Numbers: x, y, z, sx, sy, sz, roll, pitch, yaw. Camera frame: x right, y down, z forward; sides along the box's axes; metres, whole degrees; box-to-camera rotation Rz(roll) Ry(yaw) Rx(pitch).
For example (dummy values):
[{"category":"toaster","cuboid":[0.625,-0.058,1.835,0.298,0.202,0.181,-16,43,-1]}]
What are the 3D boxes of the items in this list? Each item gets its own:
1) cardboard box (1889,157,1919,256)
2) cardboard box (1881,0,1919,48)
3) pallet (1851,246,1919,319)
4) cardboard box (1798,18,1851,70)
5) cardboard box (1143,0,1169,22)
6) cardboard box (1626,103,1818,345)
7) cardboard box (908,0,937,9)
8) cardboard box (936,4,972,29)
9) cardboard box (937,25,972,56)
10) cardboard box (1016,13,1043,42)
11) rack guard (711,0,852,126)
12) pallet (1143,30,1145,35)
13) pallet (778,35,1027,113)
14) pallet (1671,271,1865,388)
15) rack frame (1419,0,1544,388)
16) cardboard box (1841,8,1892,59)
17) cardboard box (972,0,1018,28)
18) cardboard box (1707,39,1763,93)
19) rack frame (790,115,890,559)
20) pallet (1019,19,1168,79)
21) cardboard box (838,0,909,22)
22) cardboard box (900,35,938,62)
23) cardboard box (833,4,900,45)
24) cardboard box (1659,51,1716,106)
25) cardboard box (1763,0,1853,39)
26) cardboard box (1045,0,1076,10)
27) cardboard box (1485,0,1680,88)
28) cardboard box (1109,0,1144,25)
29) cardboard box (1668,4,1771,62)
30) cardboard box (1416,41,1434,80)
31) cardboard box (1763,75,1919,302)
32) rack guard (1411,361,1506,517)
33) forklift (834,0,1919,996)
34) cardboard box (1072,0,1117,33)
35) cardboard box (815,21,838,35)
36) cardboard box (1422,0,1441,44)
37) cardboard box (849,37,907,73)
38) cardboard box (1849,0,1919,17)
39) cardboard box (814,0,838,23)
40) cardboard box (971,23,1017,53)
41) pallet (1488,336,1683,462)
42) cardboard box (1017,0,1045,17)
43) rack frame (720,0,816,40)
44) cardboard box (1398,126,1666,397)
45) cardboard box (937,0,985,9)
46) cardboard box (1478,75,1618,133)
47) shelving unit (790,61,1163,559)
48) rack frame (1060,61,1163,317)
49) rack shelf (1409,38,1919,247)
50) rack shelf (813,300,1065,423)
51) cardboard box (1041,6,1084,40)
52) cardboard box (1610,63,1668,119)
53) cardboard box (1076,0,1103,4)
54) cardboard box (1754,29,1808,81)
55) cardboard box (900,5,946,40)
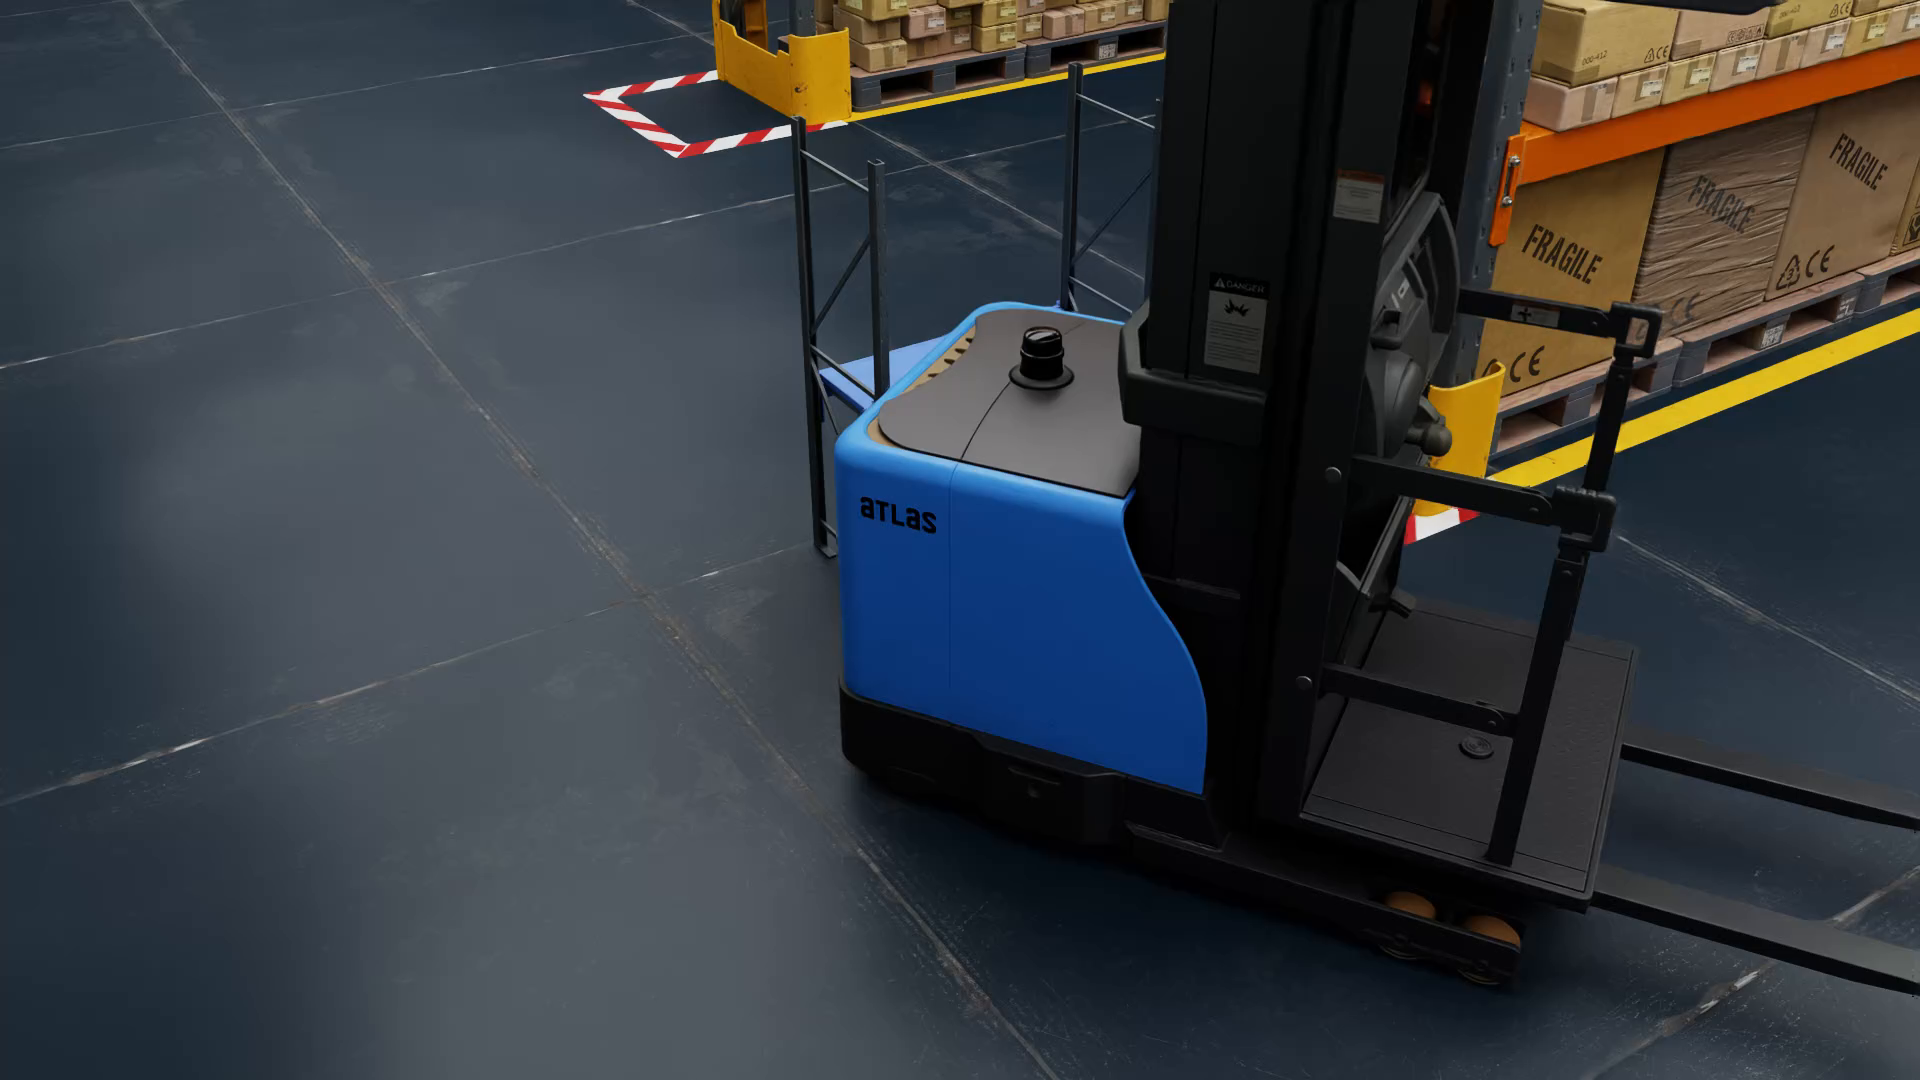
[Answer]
[{"category":"cardboard box","cuboid":[4.238,-1.937,7.607,0.875,0.875,0.875,-19,37,-27]},{"category":"cardboard box","cuboid":[3.463,-2.027,6.387,0.250,0.149,0.380,-18,37,-27]},{"category":"pallet","cuboid":[4.155,-1.449,7.849,1.213,0.211,1.003,-19,37,-27]},{"category":"cardboard box","cuboid":[3.031,-1.878,6.150,0.250,0.149,0.380,-19,37,-28]},{"category":"cardboard box","cuboid":[1.219,-3.473,10.722,0.250,0.149,0.380,-19,37,-27]},{"category":"cardboard box","cuboid":[2.733,-1.419,6.786,0.875,0.875,0.875,-19,37,-27]},{"category":"cardboard box","cuboid":[-0.337,-3.266,9.837,0.250,0.149,0.380,-18,37,-26]},{"category":"cardboard box","cuboid":[-0.130,-3.208,10.024,0.250,0.149,0.380,-18,37,-27]},{"category":"cardboard box","cuboid":[-0.134,-3.077,10.095,0.250,0.149,0.380,-19,37,-27]},{"category":"cardboard box","cuboid":[0.303,-3.218,10.318,0.250,0.149,0.380,-19,37,-27]},{"category":"rack guard","cuboid":[-1.065,-2.875,9.838,0.348,0.500,1.175,-19,37,-27]},{"category":"pallet","cuboid":[1.688,-3.677,11.381,1.213,0.211,1.003,-19,37,-27]},{"category":"pallet","cuboid":[-0.363,-2.971,10.263,1.213,0.211,1.003,-19,37,-27]},{"category":"pallet","cuboid":[3.128,-1.094,7.286,1.213,0.211,1.003,-19,37,-27]},{"category":"rack frame","cuboid":[1.474,-1.656,5.564,0.127,3.000,1.000,-19,37,-27]},{"category":"cardboard box","cuboid":[3.243,-1.950,6.265,0.250,0.149,0.380,-20,37,-28]},{"category":"cardboard box","cuboid":[0.144,-3.234,10.064,0.250,0.149,0.380,-18,36,-26]},{"category":"cardboard box","cuboid":[2.600,-1.730,5.916,0.250,0.149,0.380,-20,37,-28]},{"category":"rack frame","cuboid":[-0.356,-0.512,5.156,0.032,1.500,0.500,-19,37,-27]},{"category":"pallet","cuboid":[0.662,-3.322,10.818,1.213,0.211,1.003,-19,37,-27]},{"category":"cardboard box","cuboid":[-0.504,-3.132,9.625,0.250,0.149,0.380,-21,38,-29]},{"category":"cardboard box","cuboid":[-0.339,-3.002,9.976,0.250,0.149,0.380,-19,37,-27]},{"category":"cardboard box","cuboid":[-0.549,-3.044,9.763,0.250,0.149,0.380,-17,36,-25]},{"category":"cardboard box","cuboid":[2.381,-1.654,5.796,0.250,0.149,0.380,-20,37,-28]},{"category":"cardboard box","cuboid":[2.881,-2.033,6.024,0.500,0.250,0.500,-20,38,-29]},{"category":"cardboard box","cuboid":[0.521,-3.450,10.407,0.250,0.149,0.380,-17,36,-25]},{"category":"cardboard box","cuboid":[2.024,-1.736,5.553,0.500,0.250,0.500,-20,37,-28]},{"category":"cardboard box","cuboid":[0.963,-3.427,10.650,0.250,0.149,0.380,-18,37,-26]},{"category":"cardboard box","cuboid":[2.457,-1.890,5.796,0.500,0.250,0.500,-19,37,-28]},{"category":"cardboard box","cuboid":[1.595,-1.801,6.029,0.250,0.149,0.380,-18,37,-26]},{"category":"cardboard box","cuboid":[3.481,-1.677,7.194,0.875,0.875,0.875,-19,37,-27]},{"category":"rack guard","cuboid":[1.454,-0.592,6.220,0.348,0.500,1.175,-19,37,-27]},{"category":"forklift","cuboid":[1.228,-0.485,3.772,3.031,2.935,1.130,14,35,21]},{"category":"cardboard box","cuboid":[0.778,-3.343,10.516,0.250,0.149,0.380,-19,37,-27]},{"category":"cardboard box","cuboid":[-0.799,-3.127,10.175,0.250,0.149,0.380,-18,37,-26]},{"category":"cardboard box","cuboid":[1.738,-1.978,5.936,0.500,0.250,0.500,-20,37,-28]},{"category":"cardboard box","cuboid":[-0.515,-2.890,9.798,0.250,0.149,0.380,-18,37,-26]},{"category":"cardboard box","cuboid":[3.317,-2.187,6.266,0.500,0.250,0.500,-20,37,-28]},{"category":"cardboard box","cuboid":[-0.839,-3.288,10.151,0.250,0.149,0.380,-20,37,-29]},{"category":"cardboard box","cuboid":[0.140,-3.102,10.134,0.250,0.149,0.380,-18,37,-27]},{"category":"pallet","cuboid":[2.104,-0.743,6.730,1.213,0.211,1.003,-19,37,-27]},{"category":"cardboard box","cuboid":[0.316,-3.353,10.253,0.250,0.149,0.380,-21,38,-29]},{"category":"rack frame","cuboid":[-1.128,-3.910,9.137,0.127,3.000,1.000,-19,37,-27]},{"category":"cardboard box","cuboid":[1.969,-1.156,6.369,0.875,0.875,0.875,-19,37,-27]},{"category":"cardboard box","cuboid":[-0.056,-3.281,9.861,0.250,0.149,0.380,-19,37,-27]},{"category":"cardboard box","cuboid":[1.951,-1.505,5.559,0.250,0.149,0.380,-19,37,-27]},{"category":"shelving unit","cuboid":[0.072,-0.659,5.389,1.048,1.500,0.538,-19,37,-27]},{"category":"rack frame","cuboid":[0.499,-0.806,5.622,0.032,1.500,0.500,-19,37,-27]},{"category":"rack shelf","cuboid":[3.155,-1.930,6.673,4.000,0.370,1.077,-19,37,-27]},{"category":"rack shelf","cuboid":[0.072,-0.507,5.485,1.000,0.185,0.538,-19,37,-27]},{"category":"cardboard box","cuboid":[0.560,-3.251,10.371,0.250,0.149,0.380,-21,38,-30]},{"category":"cardboard box","cuboid":[2.166,-1.580,5.678,0.250,0.149,0.380,-20,37,-28]},{"category":"cardboard box","cuboid":[0.754,-3.524,10.524,0.250,0.149,0.380,-17,36,-25]},{"category":"cardboard box","cuboid":[2.814,-1.803,6.032,0.250,0.149,0.380,-20,37,-28]},{"category":"cardboard box","cuboid":[-0.288,-3.098,9.849,0.250,0.149,0.380,-19,37,-27]}]
